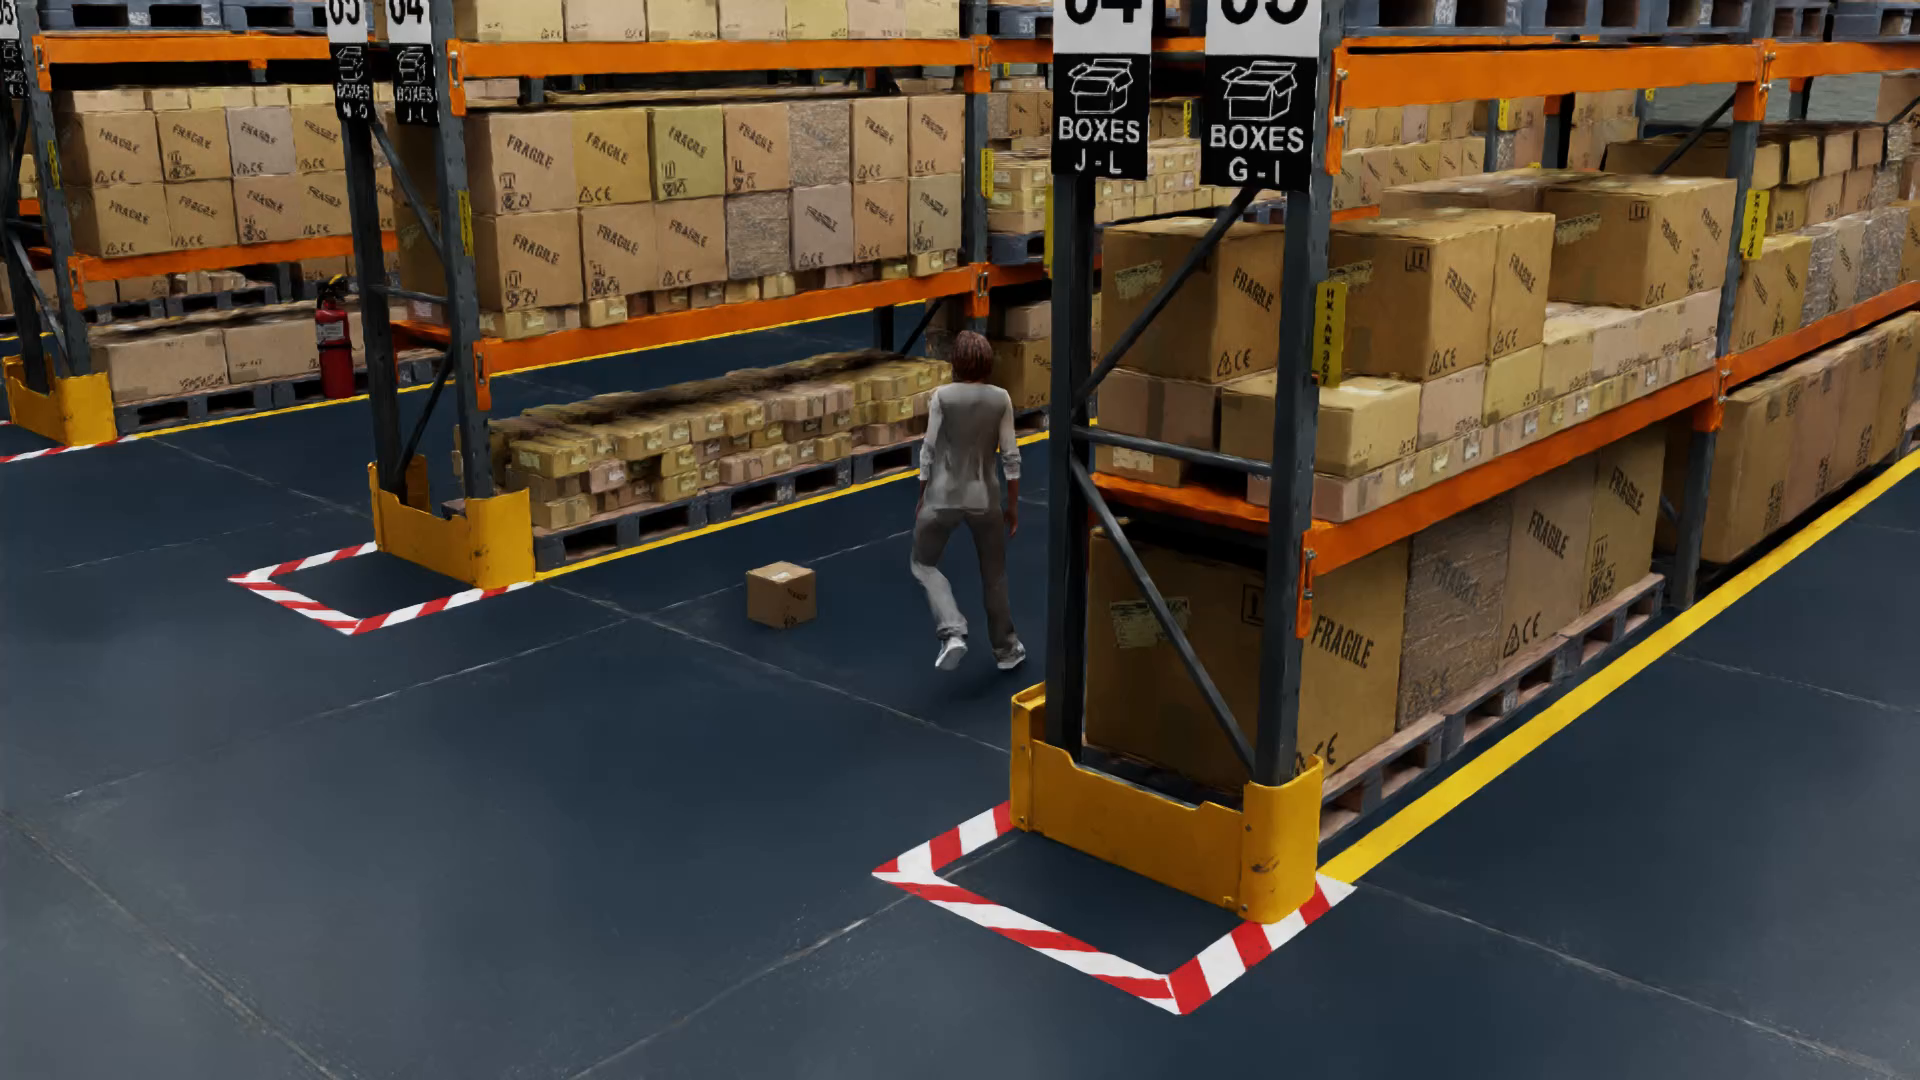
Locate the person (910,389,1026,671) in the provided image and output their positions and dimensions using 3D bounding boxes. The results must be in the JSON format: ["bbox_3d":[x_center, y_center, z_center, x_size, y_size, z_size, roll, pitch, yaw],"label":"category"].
[{"bbox_3d":[0.073,-0.025,7.479,0.551,1.358,0.498,-3,17,-10],"label":"person"}]
